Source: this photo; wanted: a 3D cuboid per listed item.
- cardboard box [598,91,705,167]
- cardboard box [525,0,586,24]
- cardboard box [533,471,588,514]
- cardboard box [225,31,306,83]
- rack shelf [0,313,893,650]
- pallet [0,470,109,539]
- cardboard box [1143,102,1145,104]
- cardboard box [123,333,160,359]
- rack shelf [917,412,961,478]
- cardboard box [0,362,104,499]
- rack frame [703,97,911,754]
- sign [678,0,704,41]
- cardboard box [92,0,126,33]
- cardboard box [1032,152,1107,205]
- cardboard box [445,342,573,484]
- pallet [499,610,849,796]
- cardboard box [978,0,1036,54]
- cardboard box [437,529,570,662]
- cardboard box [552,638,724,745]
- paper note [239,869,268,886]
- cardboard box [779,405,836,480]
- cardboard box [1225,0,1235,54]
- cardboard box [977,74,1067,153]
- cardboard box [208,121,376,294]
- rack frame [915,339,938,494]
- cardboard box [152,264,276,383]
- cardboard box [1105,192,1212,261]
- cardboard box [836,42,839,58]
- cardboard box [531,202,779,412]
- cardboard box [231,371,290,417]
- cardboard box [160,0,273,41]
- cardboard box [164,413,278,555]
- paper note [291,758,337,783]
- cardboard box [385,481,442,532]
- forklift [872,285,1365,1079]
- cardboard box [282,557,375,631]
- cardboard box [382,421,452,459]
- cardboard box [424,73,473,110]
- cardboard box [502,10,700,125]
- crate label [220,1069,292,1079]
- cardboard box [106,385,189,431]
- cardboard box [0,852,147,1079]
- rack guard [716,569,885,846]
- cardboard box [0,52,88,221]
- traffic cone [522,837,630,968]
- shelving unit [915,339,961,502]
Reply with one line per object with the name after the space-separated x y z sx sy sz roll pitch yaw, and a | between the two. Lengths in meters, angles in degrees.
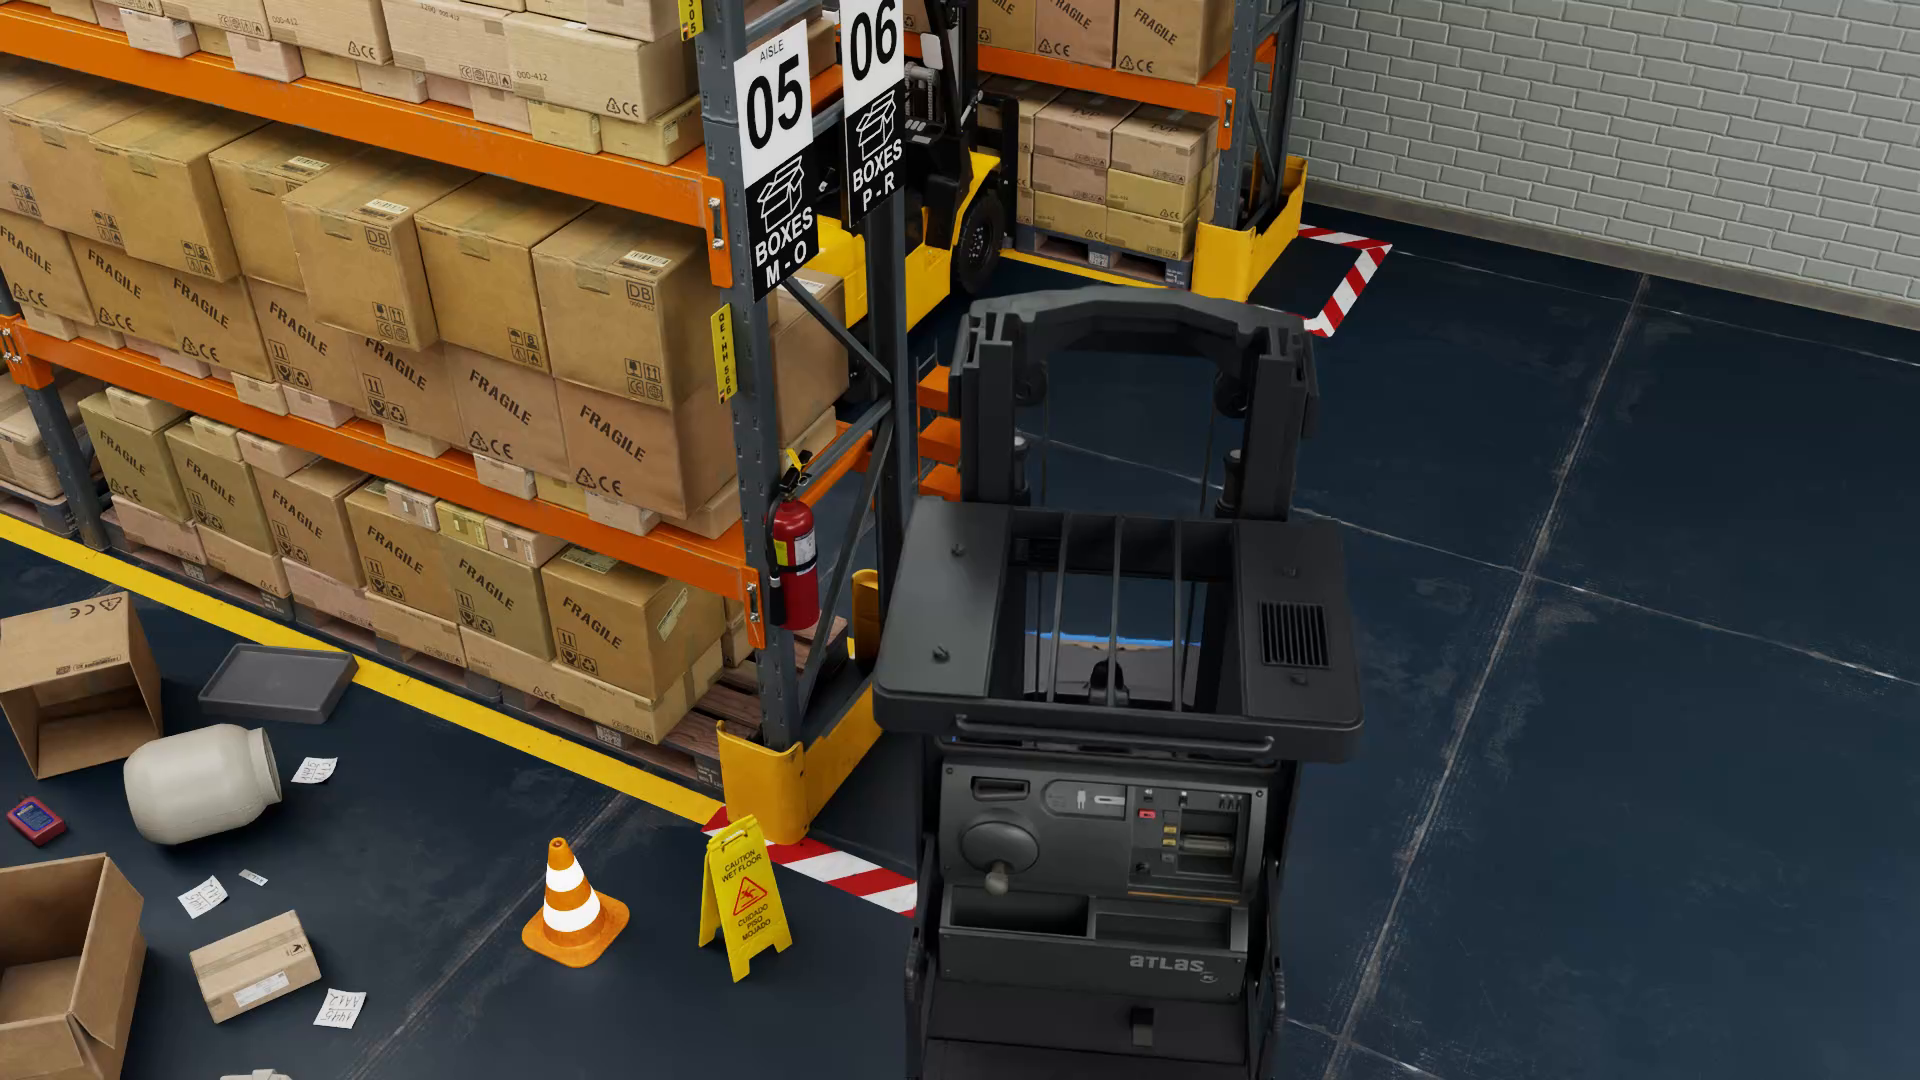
-0.927 -1.344 5.267 0.250 0.149 0.380 18 41 22 | cardboard box
-1.129 -1.741 5.130 0.250 0.149 0.380 18 41 22 | cardboard box
-1.406 -0.283 6.350 0.250 0.149 0.380 17 40 21 | cardboard box
-2.312 -1.747 5.798 0.250 0.149 0.380 17 40 21 | cardboard box
-2.258 -0.570 7.115 4.000 0.370 1.077 17 41 21 | rack shelf
-4.726 -0.518 8.757 1.213 0.211 1.003 17 41 21 | pallet
1.458 -2.672 10.389 0.500 0.250 0.500 17 40 21 | cardboard box
-3.404 -0.953 7.232 0.250 0.149 0.380 17 40 21 | cardboard box
-0.048 -0.425 7.959 0.240 0.259 0.215 17 41 21 | rack shelf
-4.501 -0.678 8.488 0.625 0.372 0.950 18 41 22 | cardboard box
-0.482 -0.300 6.165 0.127 3.000 1.000 17 41 21 | rack frame
-0.755 -1.556 4.605 0.005 0.325 0.100 17 41 21 | sign
-2.956 -2.005 6.138 0.250 0.149 0.380 16 40 20 | cardboard box
0.781 -2.350 10.379 0.500 0.250 0.500 17 40 21 | cardboard box
-1.533 -0.603 6.235 0.500 0.500 0.500 17 41 22 | cardboard box
-1.255 0.544 7.358 1.213 0.211 1.003 17 41 21 | pallet
0.328 -3.294 10.025 0.500 0.500 0.500 17 40 21 | cardboard box
-1.778 0.103 6.940 0.500 0.500 0.500 19 41 23 | cardboard box
-1.345 0.540 6.984 0.500 0.250 0.500 17 40 21 | cardboard box
-2.764 1.320 6.503 0.123 0.001 0.032 17 41 21 | paper note
-0.688 -0.406 6.512 0.250 0.149 0.380 18 41 22 | cardboard box
1.485 -3.293 10.025 0.500 0.500 0.500 19 41 23 | cardboard box
0.336 -2.671 10.388 0.500 0.250 0.500 18 41 22 | cardboard box
-2.361 -1.326 6.361 0.500 0.500 0.700 17 40 21 | cardboard box
-0.156 -0.467 7.997 0.008 1.050 0.200 17 41 21 | rack frame
-2.875 -1.025 6.791 0.500 0.500 0.500 17 40 21 | cardboard box
1.235 -2.000 10.330 0.500 0.250 0.500 18 41 22 | cardboard box
-1.020 -3.098 10.951 0.500 0.250 0.500 17 41 22 | cardboard box
-1.036 -0.882 5.775 0.500 0.500 0.700 16 40 20 | cardboard box
-2.770 -0.692 6.889 0.250 0.149 0.380 18 41 22 | cardboard box
-2.419 -1.973 5.765 0.500 0.250 0.500 18 41 22 | cardboard box
-3.153 -0.332 7.513 0.500 0.500 0.500 19 41 23 | cardboard box
-2.700 0.960 6.960 0.148 0.019 0.142 4 37 6 | paper note
-2.125 -0.224 6.835 0.250 0.149 0.380 19 41 23 | cardboard box
0.387 0.917 4.618 1.130 2.935 3.031 4 37 5 | forklift
-2.683 0.113 7.547 0.500 0.250 0.500 17 40 21 | cardboard box
-2.080 -0.508 6.646 0.250 0.149 0.380 17 40 21 | cardboard box
-1.578 -1.594 5.596 0.250 0.149 0.380 18 41 22 | cardboard box
-1.060 -1.552 5.210 0.500 0.250 0.500 17 40 21 | cardboard box
-2.392 1.918 5.610 0.298 0.136 0.250 -2 37 -2 | crate label
-3.551 -0.666 7.416 0.250 0.149 0.380 18 41 22 | cardboard box
-3.206 1.565 5.772 0.637 0.503 0.797 -8 38 -10 | cardboard box
-0.549 0.674 6.949 0.348 0.500 1.175 17 41 21 | rack guard
-3.743 -1.731 6.893 0.500 0.500 0.700 17 40 21 | cardboard box
-1.457 1.283 6.177 0.334 0.463 0.336 17 41 21 | traffic cone
-0.048 -0.433 7.952 0.252 1.050 0.215 17 41 21 | shelving unit
